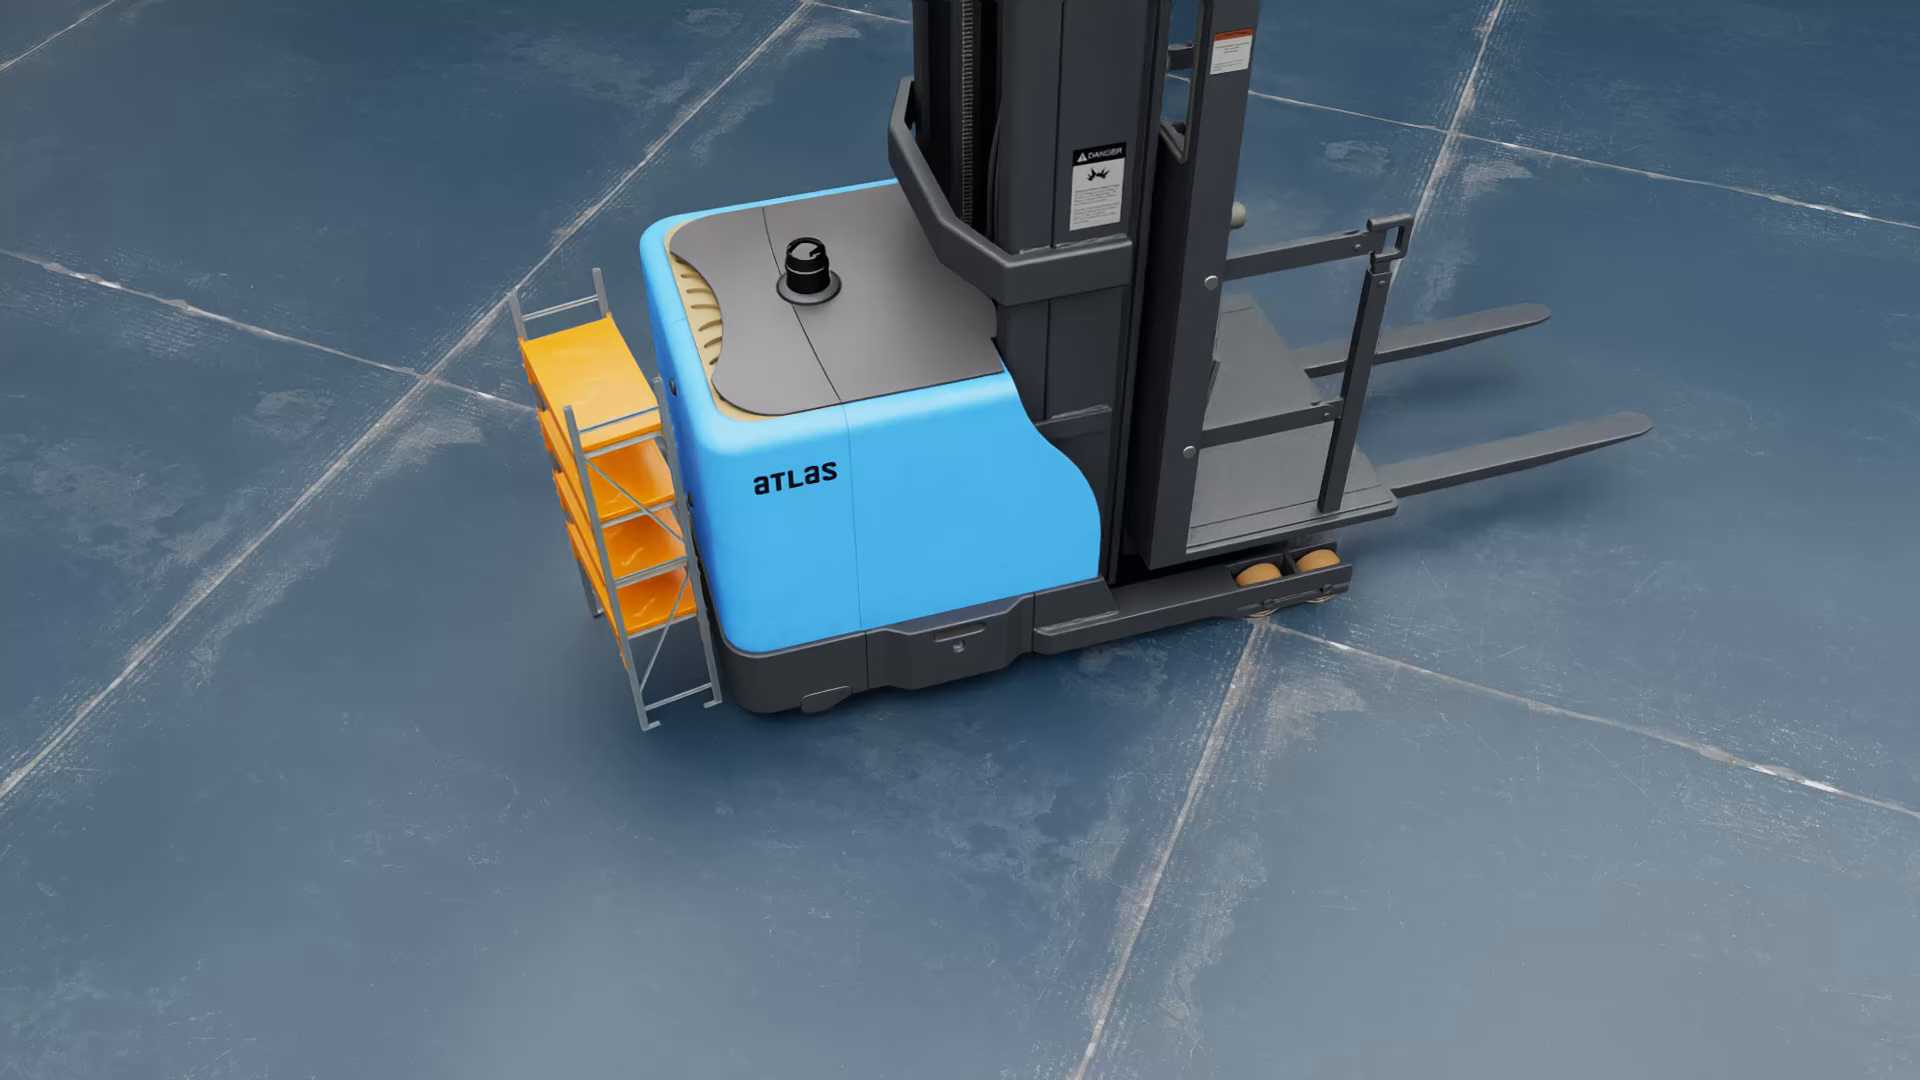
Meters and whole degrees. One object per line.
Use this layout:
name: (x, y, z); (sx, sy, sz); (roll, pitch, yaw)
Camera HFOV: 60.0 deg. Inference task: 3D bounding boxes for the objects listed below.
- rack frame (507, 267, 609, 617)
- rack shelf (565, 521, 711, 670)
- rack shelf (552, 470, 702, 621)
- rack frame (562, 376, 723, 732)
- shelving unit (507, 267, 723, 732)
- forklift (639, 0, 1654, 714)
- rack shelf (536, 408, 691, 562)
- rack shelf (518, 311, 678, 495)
rack frame: (-1.016, -0.231, 4.628); (0.240, 1.200, 0.015); (-20, 48, -17)
rack shelf: (-0.905, 0.110, 4.662); (0.258, 0.148, 0.480); (-20, 48, -17)
rack shelf: (-0.908, -0.029, 4.520); (0.258, 0.148, 0.480); (-20, 48, -17)
rack frame: (-0.802, 0.078, 4.317); (0.240, 1.200, 0.015); (-20, 48, -17)
shelving unit: (-0.909, -0.077, 4.473); (0.258, 1.200, 0.503); (-20, 48, -17)
forklift: (0.671, -1.152, 4.330); (3.031, 2.935, 1.130); (-12, 46, -12)
rack shelf: (-0.912, -0.187, 4.361); (0.258, 0.148, 0.480); (-20, 48, -17)
rack shelf: (-0.916, -0.353, 4.193); (0.258, 0.148, 0.480); (-20, 48, -17)
